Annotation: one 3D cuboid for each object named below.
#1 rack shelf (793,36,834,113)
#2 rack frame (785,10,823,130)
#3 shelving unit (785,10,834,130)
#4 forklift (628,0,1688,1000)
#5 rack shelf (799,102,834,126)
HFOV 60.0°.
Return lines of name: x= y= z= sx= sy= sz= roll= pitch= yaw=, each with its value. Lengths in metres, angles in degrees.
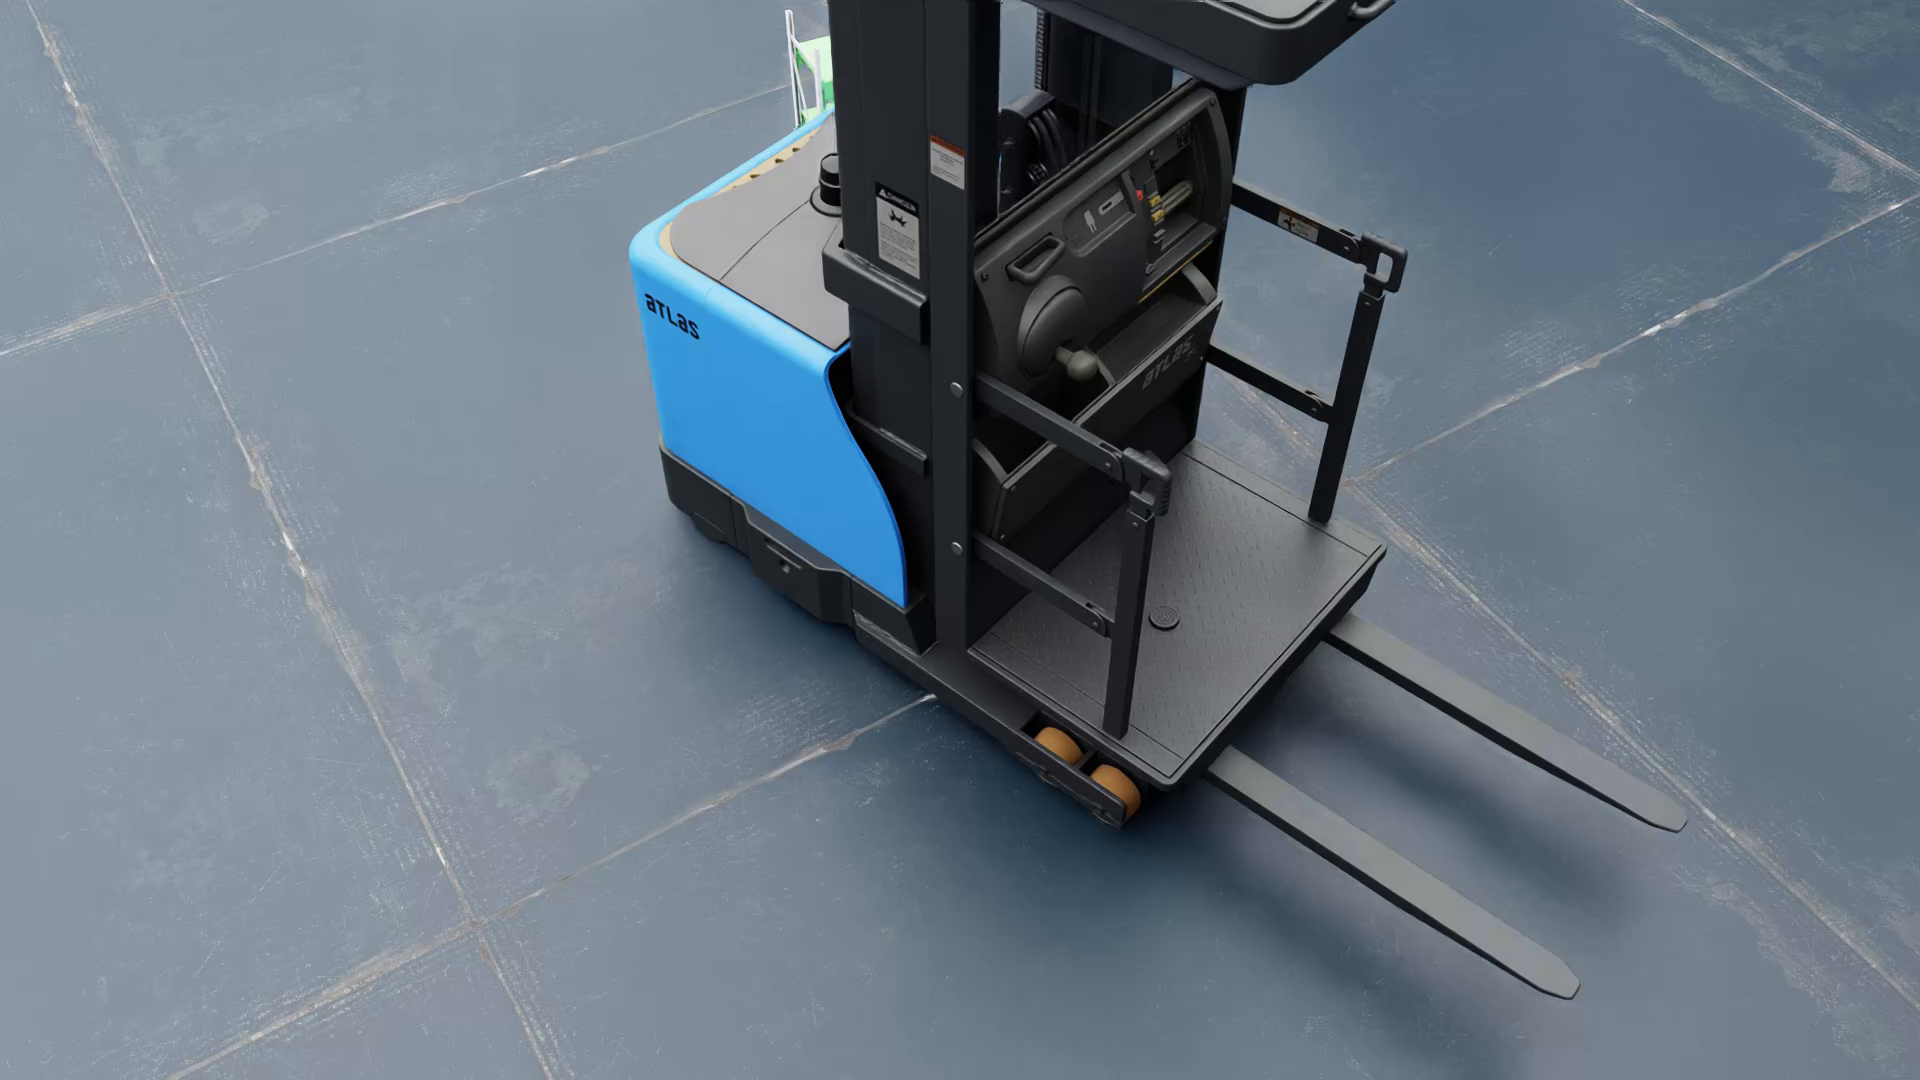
rack shelf: x=-0.255 y=-1.495 z=5.218 sx=0.480 sy=0.148 sz=0.258 roll=-20 pitch=50 yaw=-17
rack frame: x=-0.472 y=-1.135 z=5.455 sx=0.015 sy=1.200 sz=0.240 roll=-20 pitch=50 yaw=-17
shelving unit: x=-0.252 y=-1.214 z=5.525 sx=0.503 sy=1.200 sz=0.258 roll=-20 pitch=50 yaw=-17
forklift: x=0.520 y=-0.648 z=3.864 sx=3.031 sy=2.935 sz=1.130 roll=32 pitch=56 yaw=25
rack shelf: x=-0.253 y=-1.333 z=5.395 sx=0.480 sy=0.148 sz=0.258 roll=-20 pitch=50 yaw=-17
